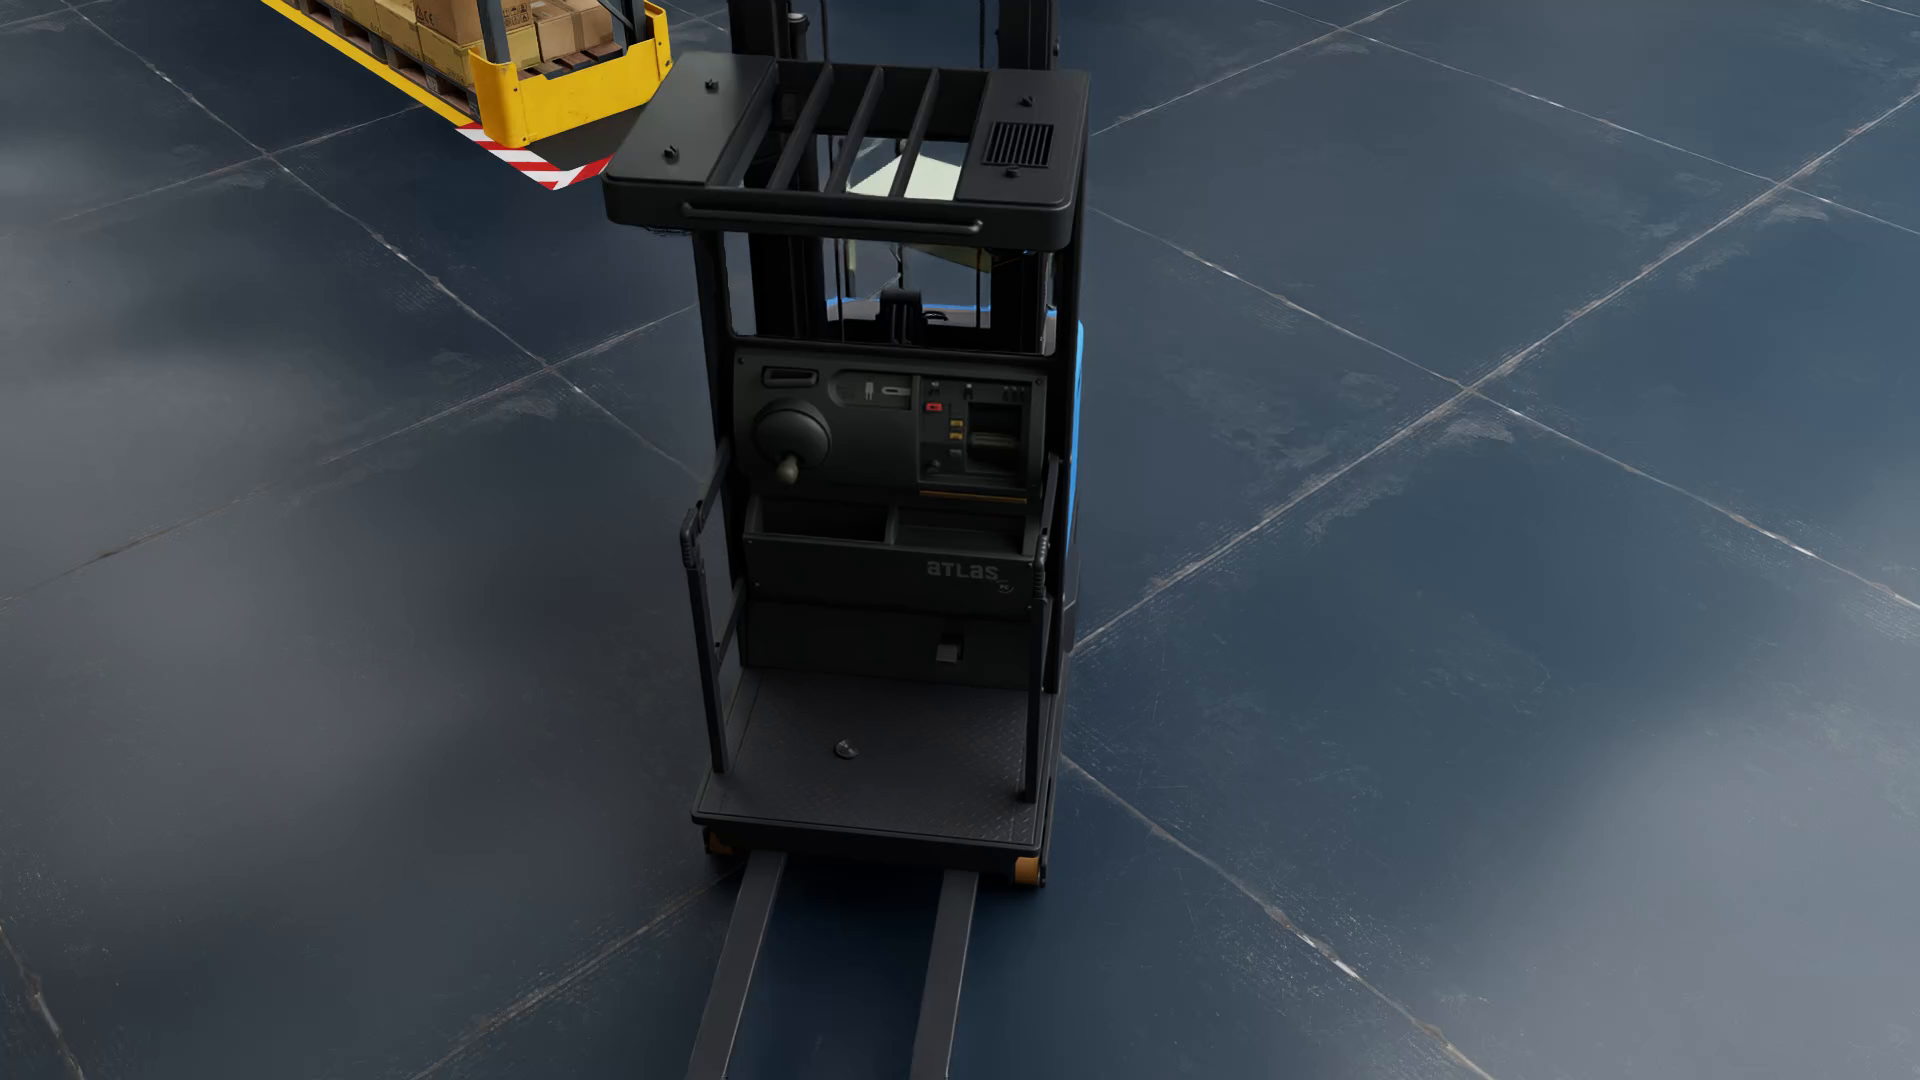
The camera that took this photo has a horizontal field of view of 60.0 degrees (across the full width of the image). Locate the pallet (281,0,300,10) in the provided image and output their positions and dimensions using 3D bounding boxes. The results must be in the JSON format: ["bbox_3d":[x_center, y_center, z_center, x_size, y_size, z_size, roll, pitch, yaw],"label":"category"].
[{"bbox_3d":[-4.470,-4.111,11.672,1.003,0.211,1.213,-30,48,-32],"label":"pallet"}]

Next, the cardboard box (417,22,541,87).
[{"bbox_3d":[-2.852,-2.947,9.866,0.500,0.250,0.500,-30,48,-32],"label":"cardboard box"}]

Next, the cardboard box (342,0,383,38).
[{"bbox_3d":[-3.538,-3.404,10.432,0.500,0.250,0.500,-30,48,-32],"label":"cardboard box"}]

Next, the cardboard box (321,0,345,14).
[{"bbox_3d":[-3.875,-3.636,10.719,0.500,0.250,0.500,-30,48,-32],"label":"cardboard box"}]

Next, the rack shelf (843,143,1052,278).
[{"bbox_3d":[-0.031,-1.197,6.417,0.720,0.370,0.431,22,44,25],"label":"rack shelf"}]

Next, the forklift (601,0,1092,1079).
[{"bbox_3d":[-0.236,-0.264,4.744,1.130,2.935,3.031,5,39,6],"label":"forklift"}]

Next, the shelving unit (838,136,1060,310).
[{"bbox_3d":[-0.031,-0.893,6.662,0.755,1.500,0.431,22,44,25],"label":"shelving unit"}]

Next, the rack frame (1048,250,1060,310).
[{"bbox_3d":[0.275,-0.767,6.506,0.023,1.500,0.400,22,44,25],"label":"rack frame"}]

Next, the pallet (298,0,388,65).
[{"bbox_3d":[-3.641,-3.546,10.973,1.003,0.211,1.213,-30,48,-32],"label":"pallet"}]

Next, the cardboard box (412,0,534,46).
[{"bbox_3d":[-2.854,-3.238,9.629,0.500,0.500,0.500,-30,48,-32],"label":"cardboard box"}]

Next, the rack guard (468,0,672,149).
[{"bbox_3d":[-2.255,-2.747,9.754,1.175,0.500,0.348,-30,48,-32],"label":"rack guard"}]

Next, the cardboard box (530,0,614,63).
[{"bbox_3d":[-2.470,-3.167,10.138,0.500,0.250,0.500,-30,48,-32],"label":"cardboard box"}]

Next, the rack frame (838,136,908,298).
[{"bbox_3d":[-0.338,-1.019,6.818,0.023,1.500,0.400,22,44,25],"label":"rack frame"}]

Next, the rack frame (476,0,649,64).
[{"bbox_3d":[-2.272,-3.731,8.982,1.000,3.000,0.127,-30,48,-32],"label":"rack frame"}]

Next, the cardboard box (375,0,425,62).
[{"bbox_3d":[-3.199,-3.173,10.146,0.500,0.250,0.500,-30,48,-32],"label":"cardboard box"}]

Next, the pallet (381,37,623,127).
[{"bbox_3d":[-2.820,-2.982,10.274,1.003,0.211,1.213,-30,48,-32],"label":"pallet"}]
